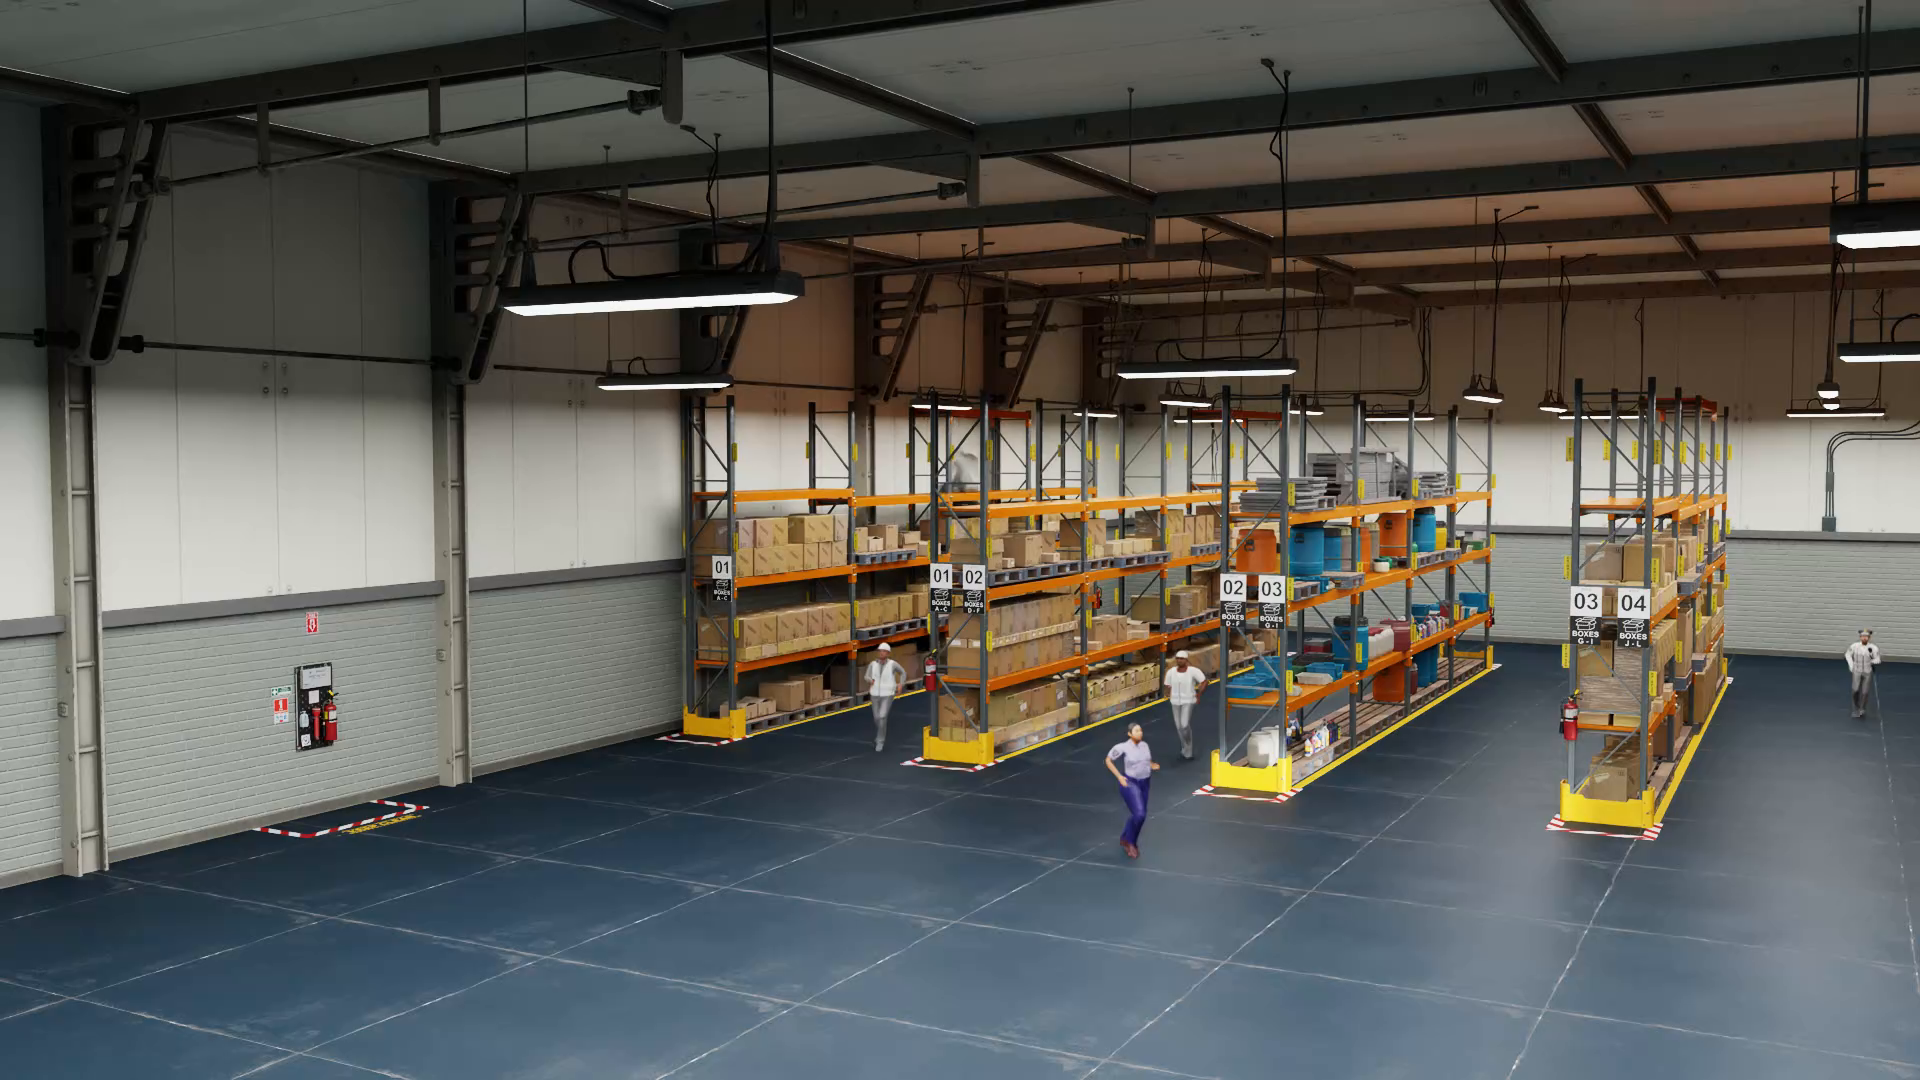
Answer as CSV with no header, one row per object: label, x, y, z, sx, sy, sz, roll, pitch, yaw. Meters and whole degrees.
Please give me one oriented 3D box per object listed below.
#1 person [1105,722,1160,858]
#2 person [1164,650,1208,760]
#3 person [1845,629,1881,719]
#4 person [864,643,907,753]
person,2.193,3.108,20.634,0.583,1.681,0.639,-2,4,-38
person,3.641,2.697,27.215,0.671,1.783,0.711,2,3,29
person,16.989,2.519,31.295,0.587,1.717,0.687,2,3,28
person,-1.302,2.643,28.120,0.679,1.798,0.858,1,3,16
